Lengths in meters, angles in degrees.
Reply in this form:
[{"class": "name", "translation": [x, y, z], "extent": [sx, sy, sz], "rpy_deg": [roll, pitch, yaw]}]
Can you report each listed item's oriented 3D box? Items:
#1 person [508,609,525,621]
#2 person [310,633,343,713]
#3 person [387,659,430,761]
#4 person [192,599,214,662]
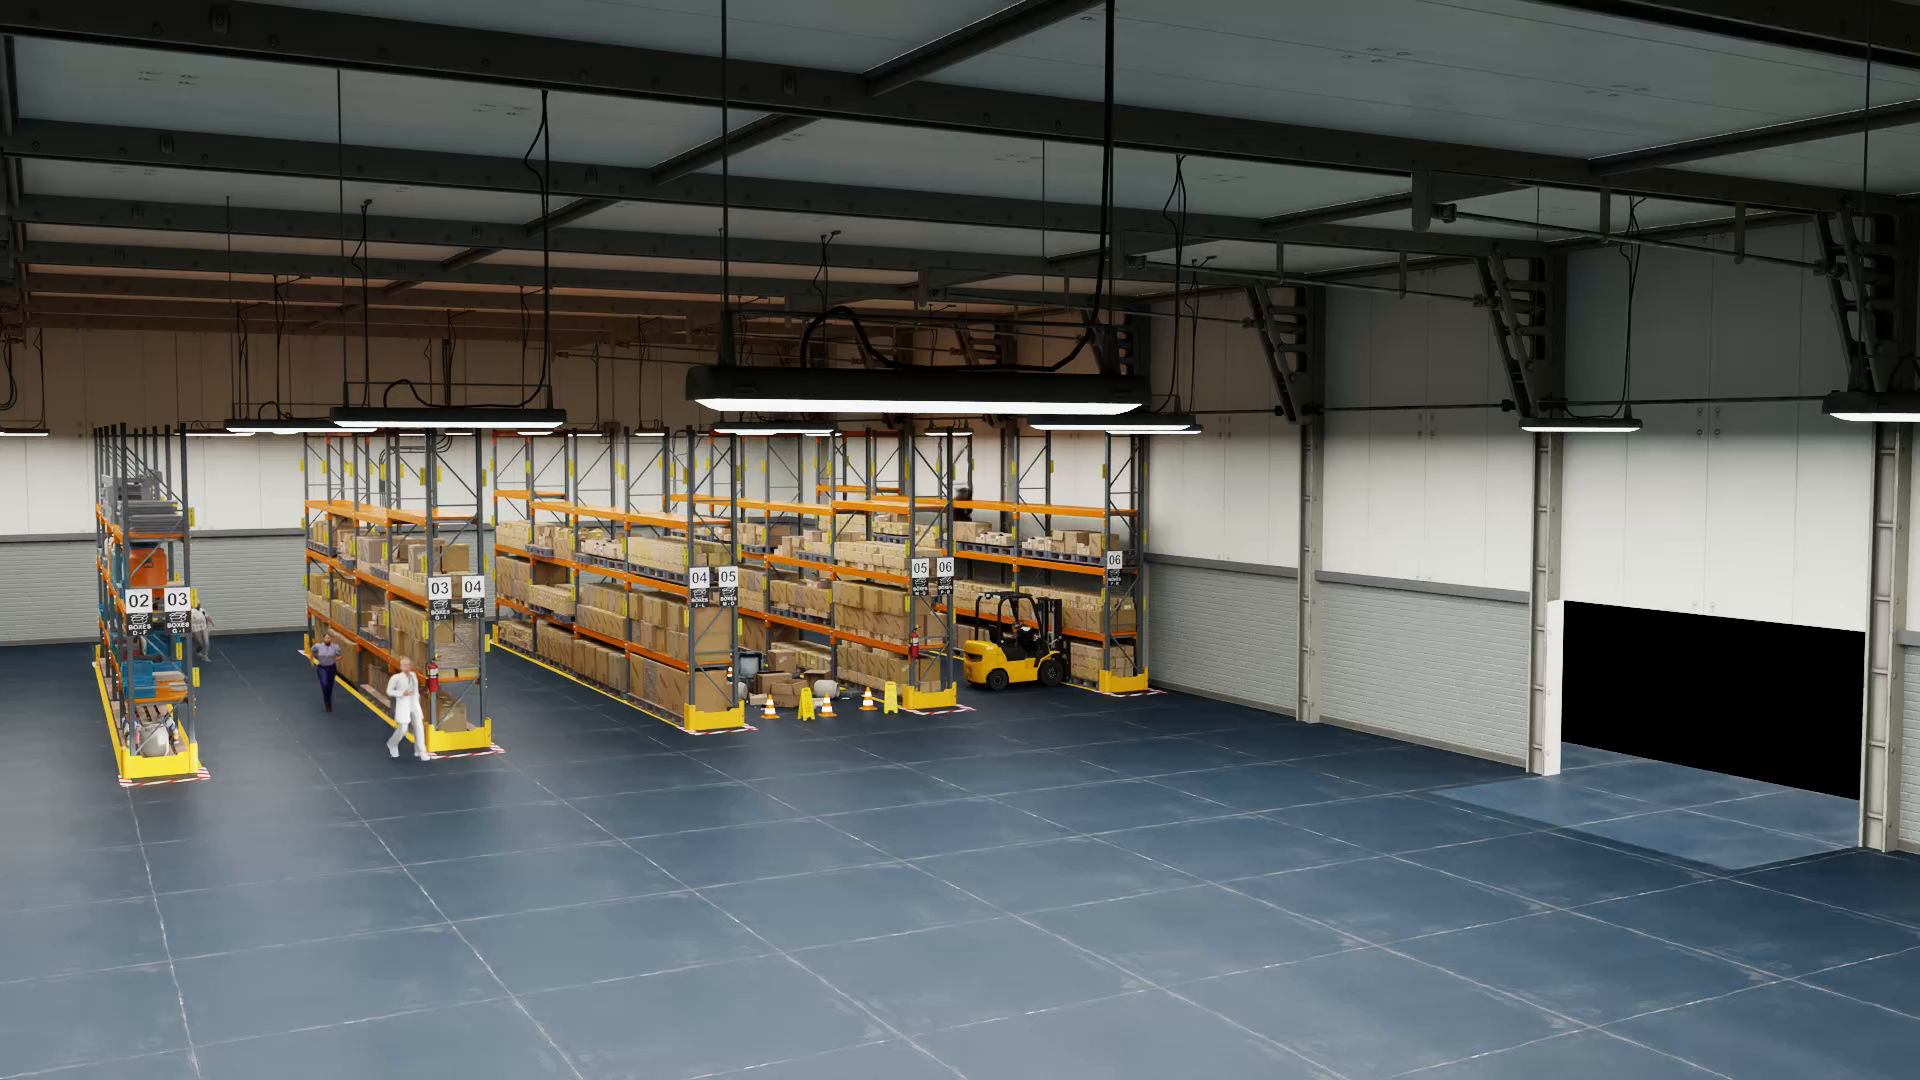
[{"class": "person", "translation": [-12.857, 1.993, 48.389], "extent": [0.619, 1.607, 0.671], "rpy_deg": [0, 3, -1]}, {"class": "person", "translation": [-13.371, 2.795, 35.129], "extent": [0.627, 1.682, 0.871], "rpy_deg": [-2, 4, -28]}, {"class": "person", "translation": [-9.891, 3.021, 29.694], "extent": [0.949, 1.802, 0.728], "rpy_deg": [2, 4, 33]}, {"class": "person", "translation": [-19.644, 2.331, 42.857], "extent": [0.600, 1.671, 0.682], "rpy_deg": [3, 5, 41]}]
